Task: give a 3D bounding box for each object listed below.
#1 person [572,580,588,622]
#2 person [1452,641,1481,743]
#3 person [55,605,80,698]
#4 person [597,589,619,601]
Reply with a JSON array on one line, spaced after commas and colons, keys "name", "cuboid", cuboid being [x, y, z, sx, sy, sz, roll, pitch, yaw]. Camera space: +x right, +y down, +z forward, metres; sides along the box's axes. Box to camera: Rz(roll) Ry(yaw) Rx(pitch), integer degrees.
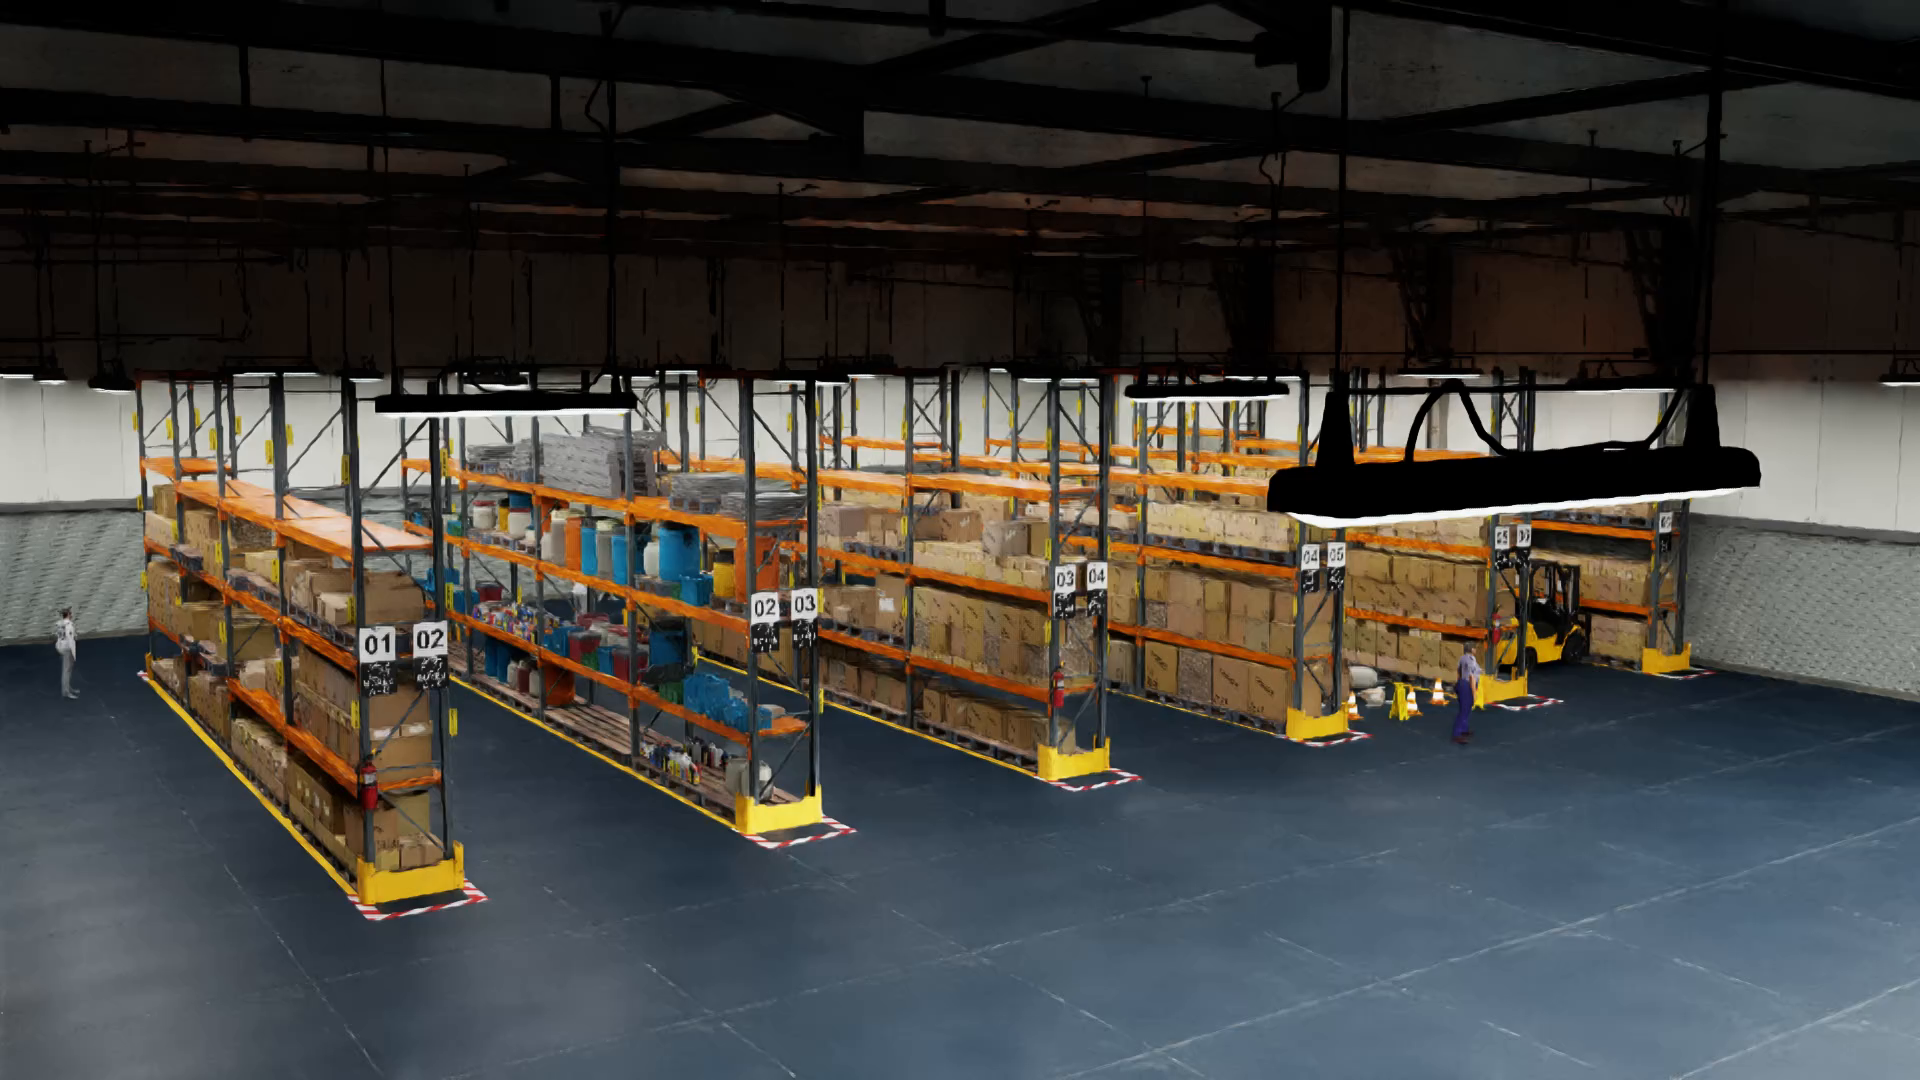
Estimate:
[{"name": "person", "cuboid": [-8.505, 1.207, 37.518, 0.646, 1.764, 0.429, 5, 8, 35]}, {"name": "person", "cuboid": [8.273, 2.445, 27.161, 0.528, 1.639, 0.708, 0, 6, -2]}, {"name": "person", "cuboid": [-16.395, 2.035, 30.601, 0.548, 1.682, 0.438, 5, 8, 39]}, {"name": "person", "cuboid": [-8.950, 0.738, 42.312, 0.497, 1.663, 0.669, 1, 7, 13]}]
